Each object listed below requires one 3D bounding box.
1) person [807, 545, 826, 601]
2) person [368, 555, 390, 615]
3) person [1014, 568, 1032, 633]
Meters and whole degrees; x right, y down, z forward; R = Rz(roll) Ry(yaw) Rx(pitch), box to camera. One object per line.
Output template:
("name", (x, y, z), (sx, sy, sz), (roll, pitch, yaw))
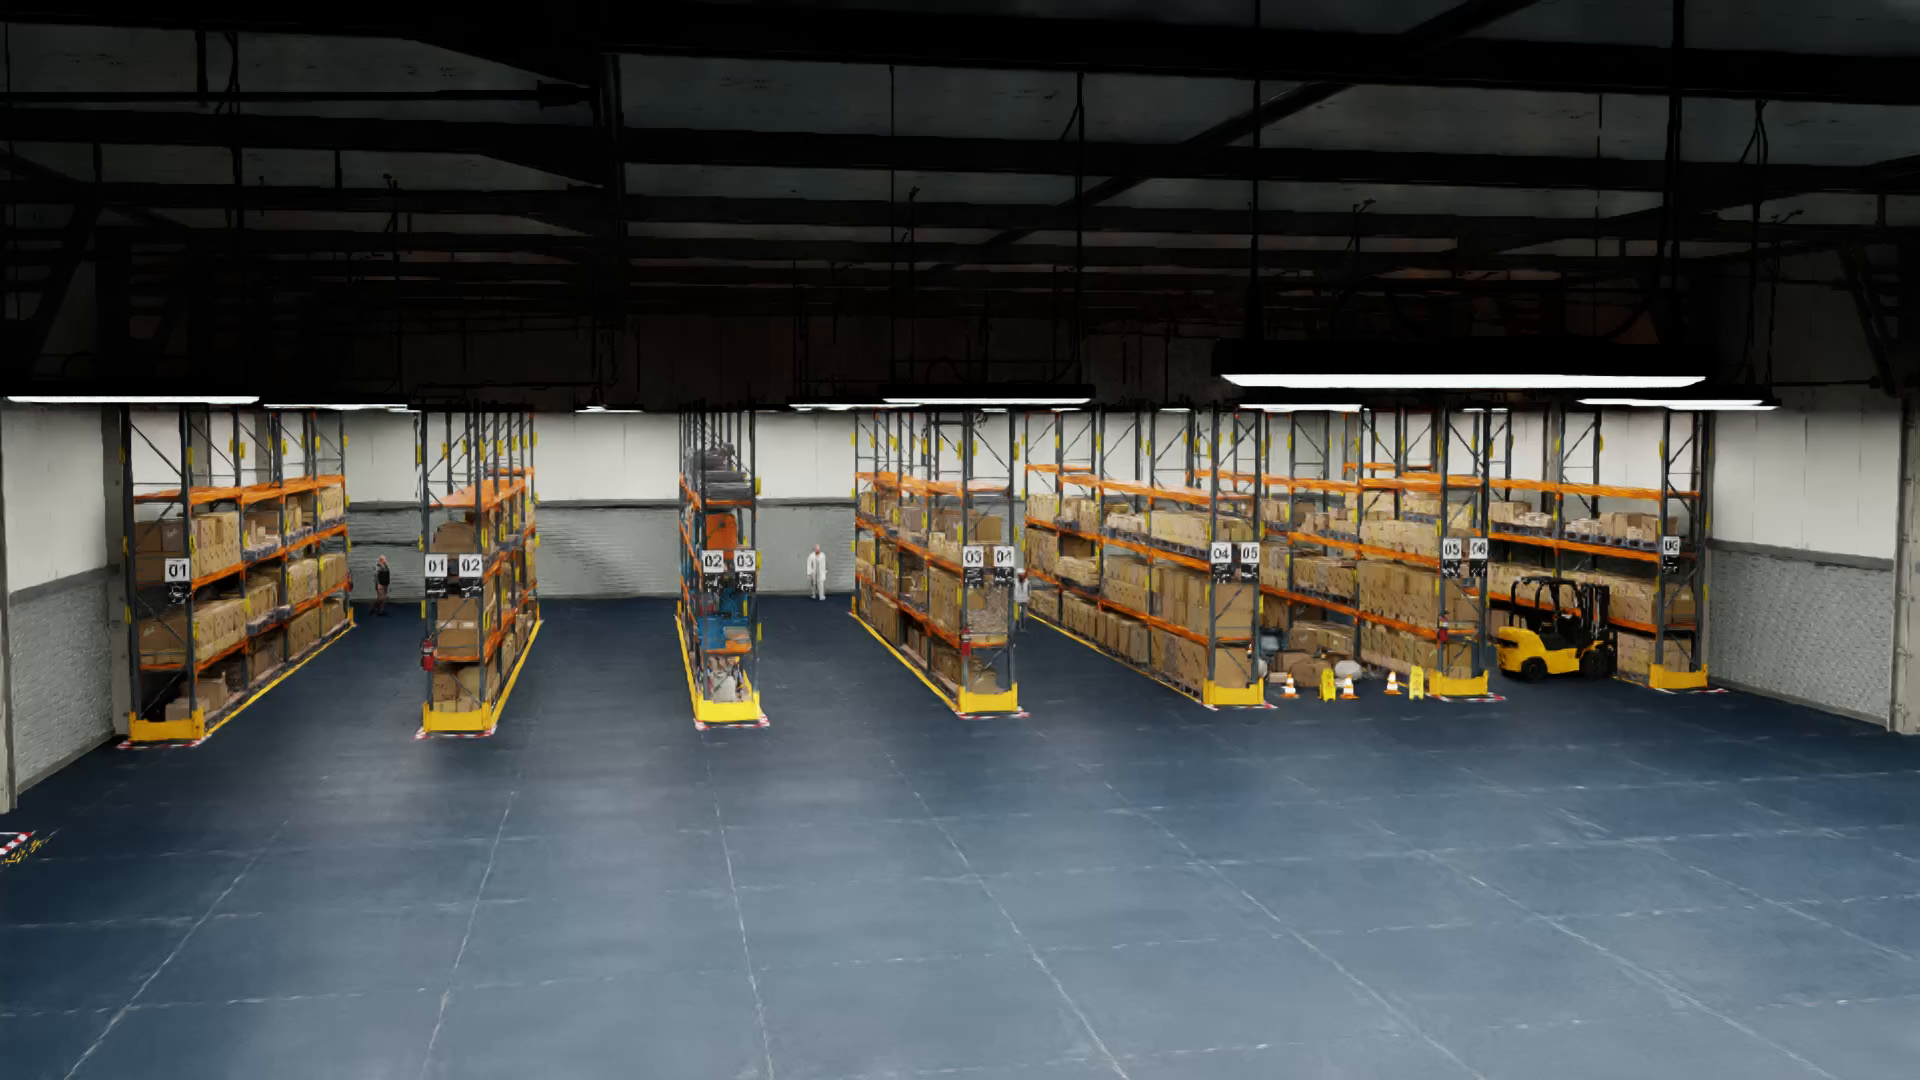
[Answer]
("person", (-4.401, 0.992, 51.227), (0.598, 1.698, 1.194), (-1, 4, -8))
("person", (-16.549, 1.282, 47.388), (0.469, 1.713, 0.695), (1, 4, 16))
("person", (1.570, 1.581, 43.585), (0.677, 1.726, 0.574), (-1, 4, -13))
